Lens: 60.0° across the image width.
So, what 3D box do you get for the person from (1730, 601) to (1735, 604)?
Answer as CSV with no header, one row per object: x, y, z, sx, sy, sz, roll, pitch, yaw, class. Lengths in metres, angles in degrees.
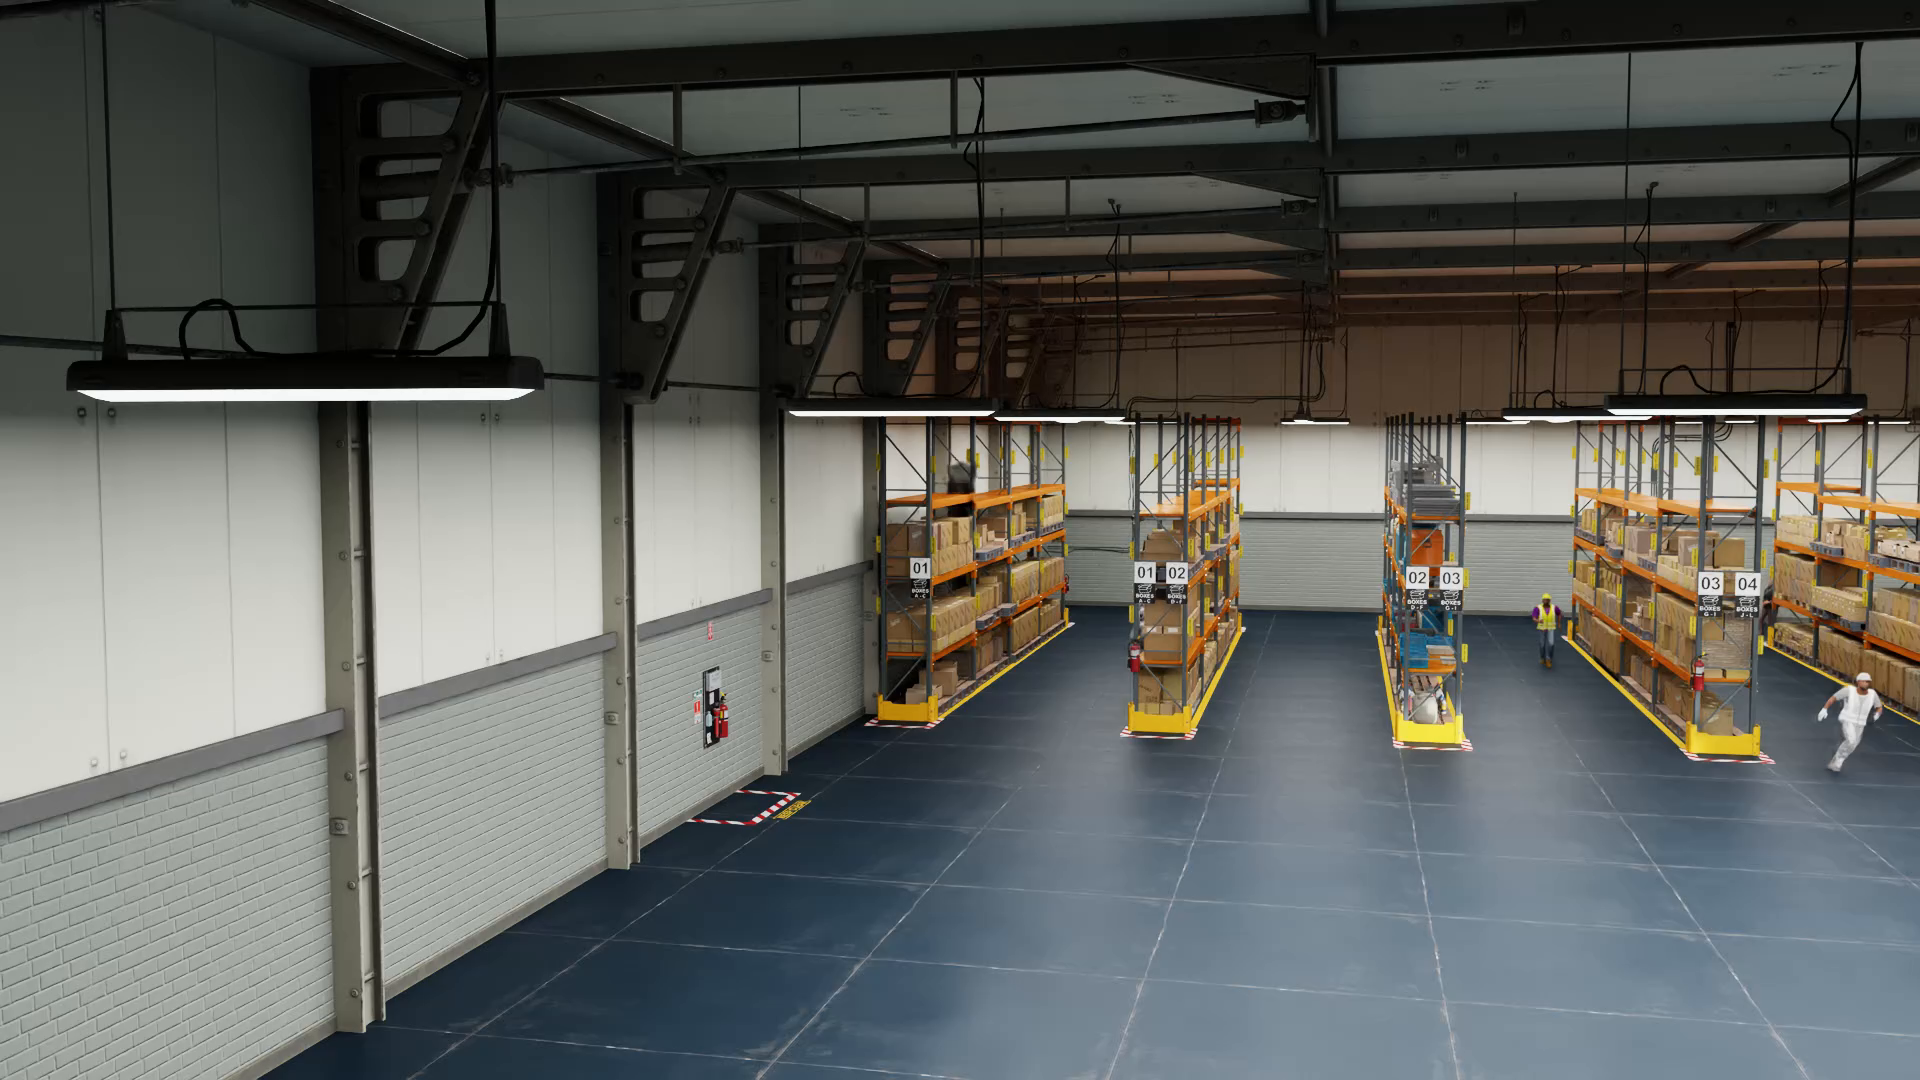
19.962,2.001,42.419,0.686,1.735,0.676,0,4,2,person

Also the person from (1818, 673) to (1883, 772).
14.801,3.026,27.505,0.865,1.680,0.721,0,4,-4,person

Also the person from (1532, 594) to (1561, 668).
13.987,2.165,39.645,0.680,1.786,0.802,1,4,16,person

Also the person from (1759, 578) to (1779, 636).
21.862,1.862,44.768,0.877,1.718,0.692,-1,4,-9,person

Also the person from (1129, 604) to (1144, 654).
4.487,2.191,41.551,0.629,1.428,0.925,2,5,31,person
